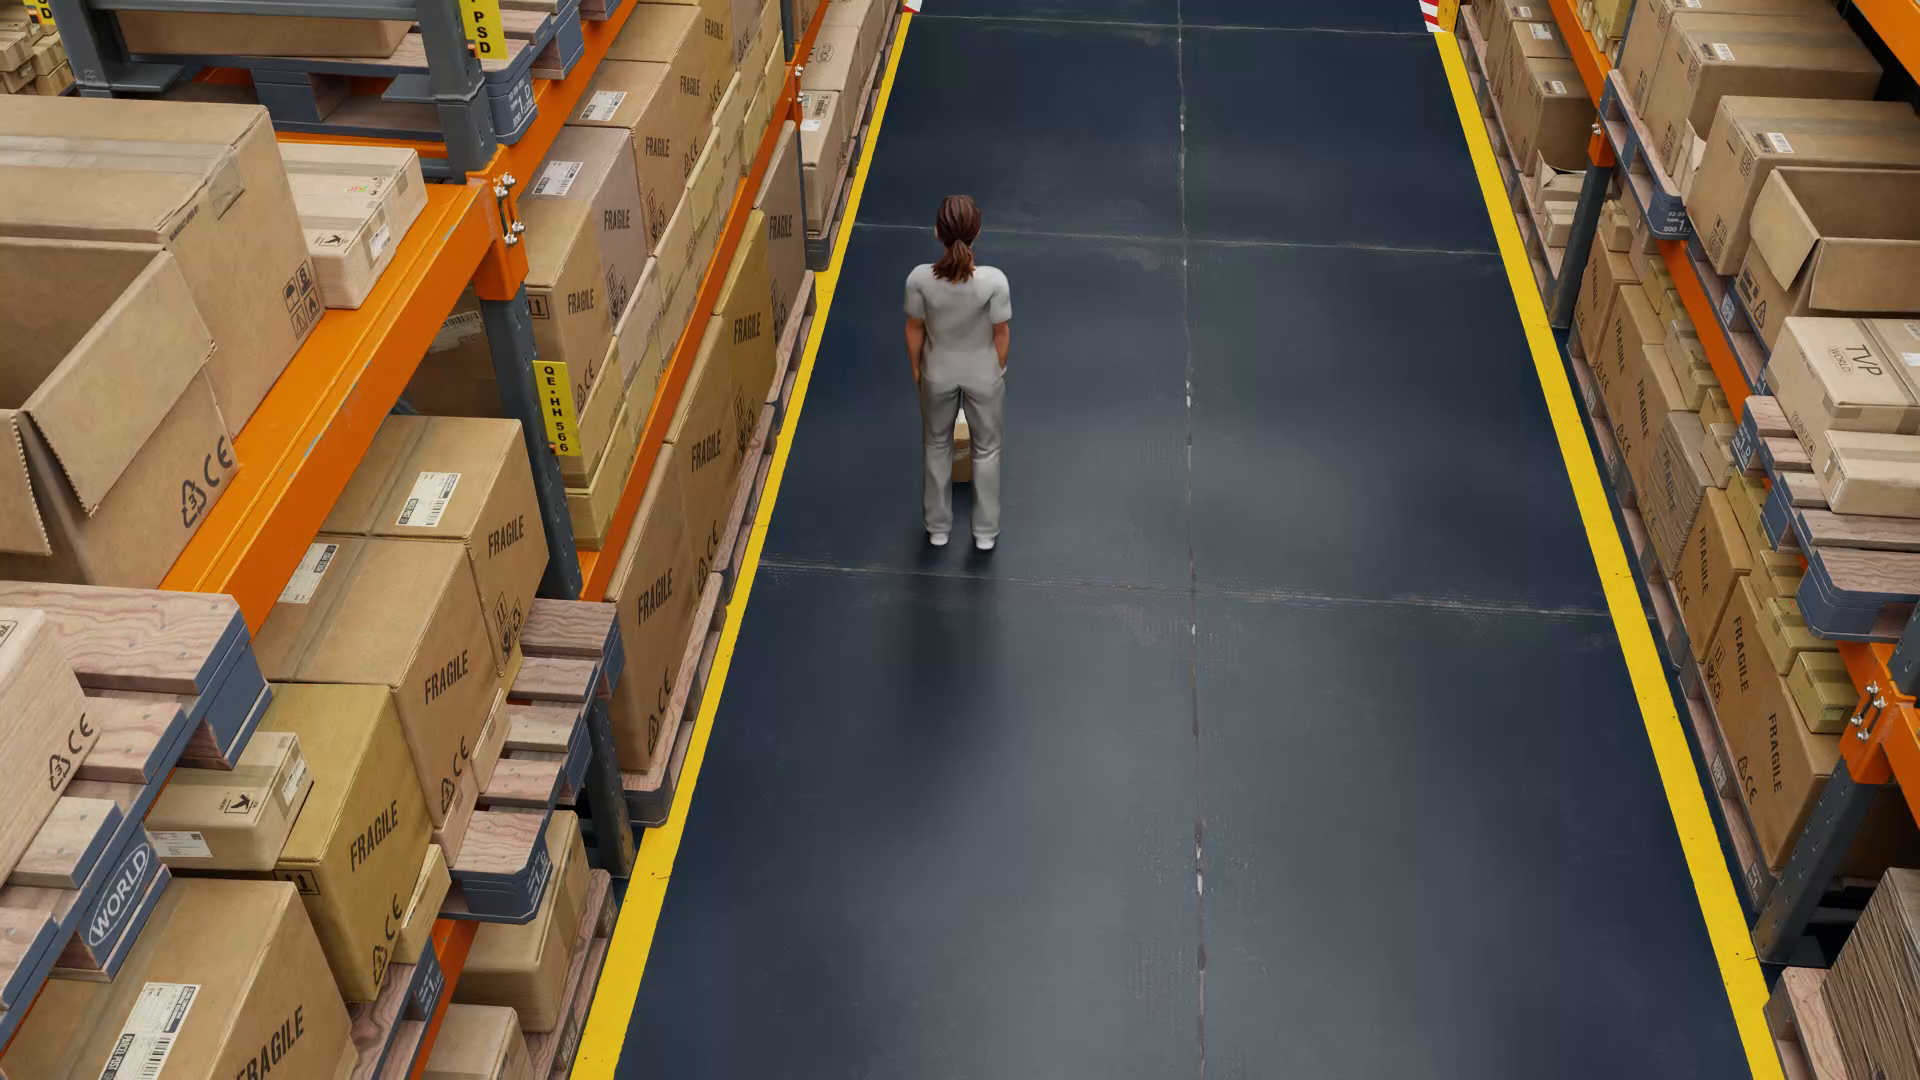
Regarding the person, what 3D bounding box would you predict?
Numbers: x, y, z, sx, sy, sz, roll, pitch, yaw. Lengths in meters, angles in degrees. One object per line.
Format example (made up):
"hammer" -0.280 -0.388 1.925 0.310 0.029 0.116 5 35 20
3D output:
"person" -0.008 -0.677 6.964 0.440 1.673 0.365 4 40 5
